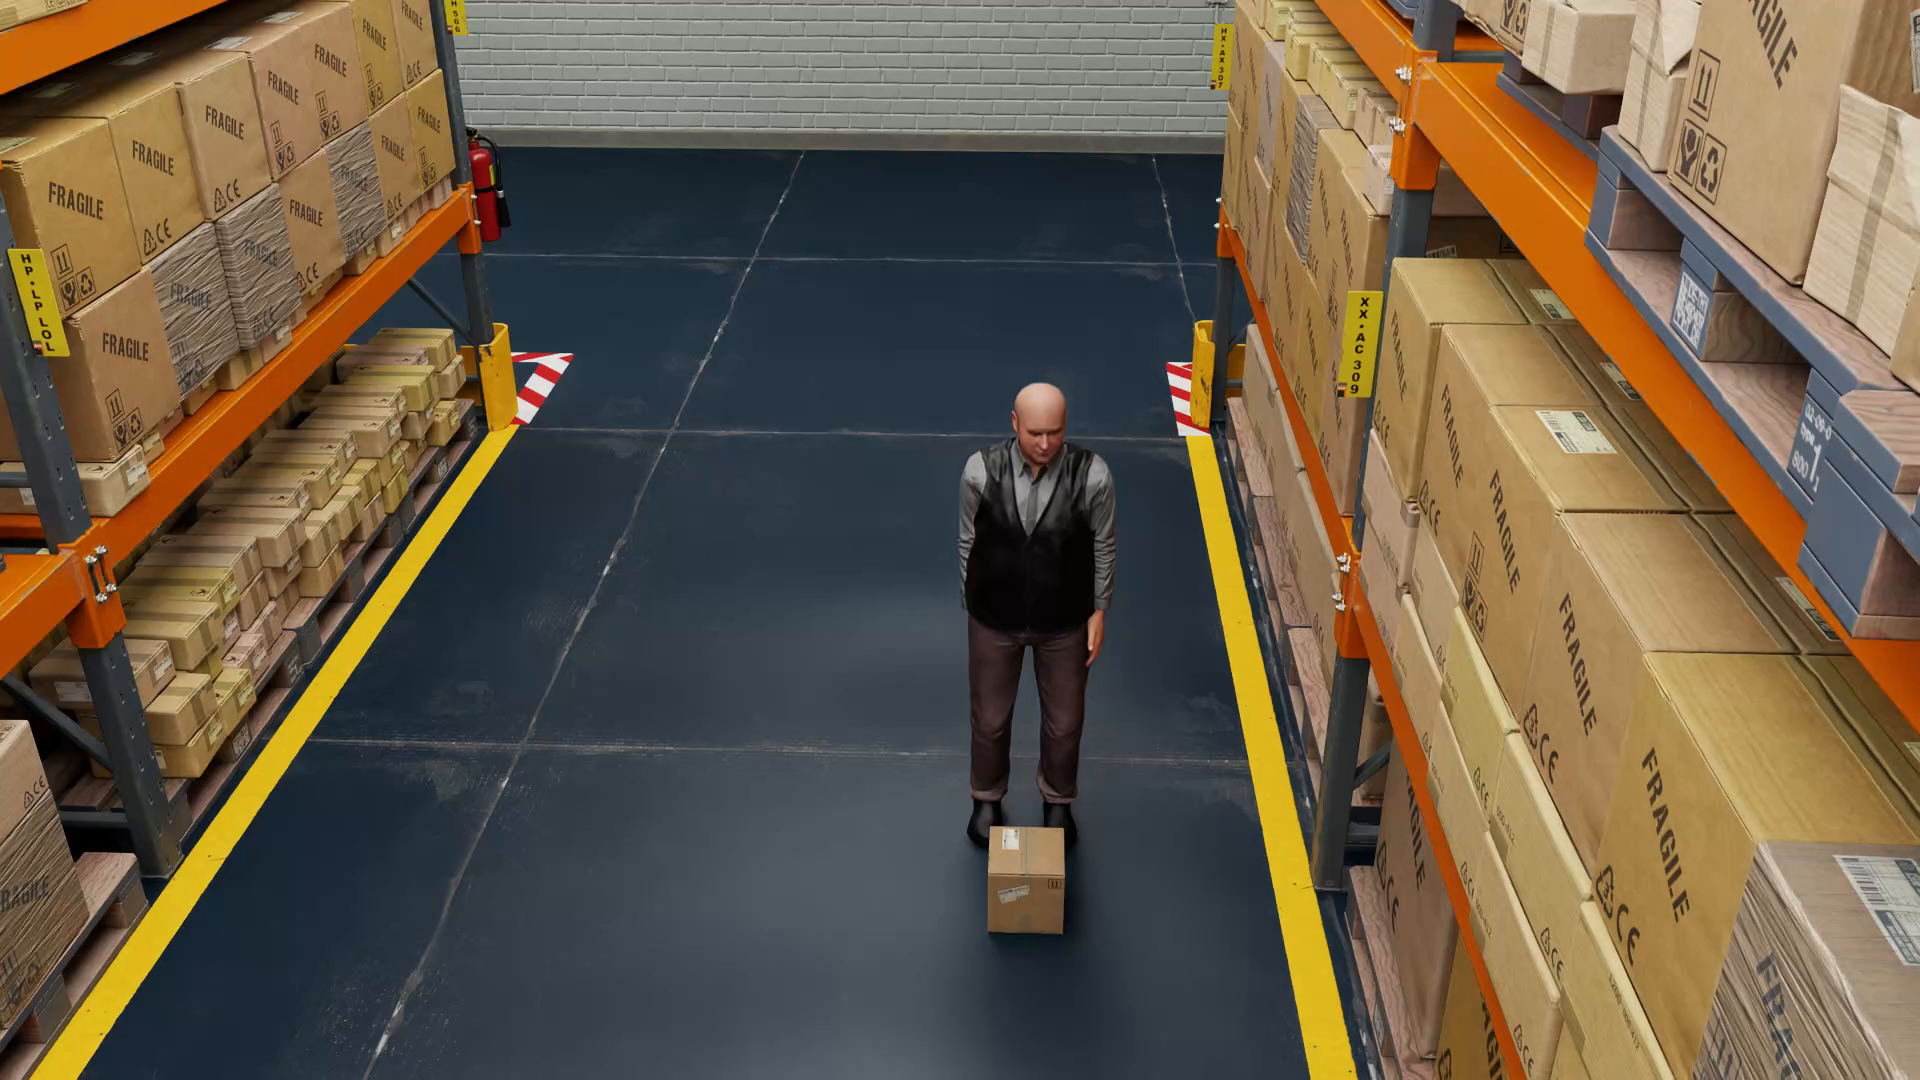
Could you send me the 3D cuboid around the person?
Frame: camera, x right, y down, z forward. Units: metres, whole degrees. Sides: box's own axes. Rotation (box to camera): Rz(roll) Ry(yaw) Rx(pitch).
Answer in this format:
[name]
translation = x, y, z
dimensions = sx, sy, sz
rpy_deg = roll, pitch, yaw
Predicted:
[person]
translation = 0.257, 0.267, 5.654
dimensions = 0.534, 1.714, 0.357
rpy_deg = 2, 28, 3
